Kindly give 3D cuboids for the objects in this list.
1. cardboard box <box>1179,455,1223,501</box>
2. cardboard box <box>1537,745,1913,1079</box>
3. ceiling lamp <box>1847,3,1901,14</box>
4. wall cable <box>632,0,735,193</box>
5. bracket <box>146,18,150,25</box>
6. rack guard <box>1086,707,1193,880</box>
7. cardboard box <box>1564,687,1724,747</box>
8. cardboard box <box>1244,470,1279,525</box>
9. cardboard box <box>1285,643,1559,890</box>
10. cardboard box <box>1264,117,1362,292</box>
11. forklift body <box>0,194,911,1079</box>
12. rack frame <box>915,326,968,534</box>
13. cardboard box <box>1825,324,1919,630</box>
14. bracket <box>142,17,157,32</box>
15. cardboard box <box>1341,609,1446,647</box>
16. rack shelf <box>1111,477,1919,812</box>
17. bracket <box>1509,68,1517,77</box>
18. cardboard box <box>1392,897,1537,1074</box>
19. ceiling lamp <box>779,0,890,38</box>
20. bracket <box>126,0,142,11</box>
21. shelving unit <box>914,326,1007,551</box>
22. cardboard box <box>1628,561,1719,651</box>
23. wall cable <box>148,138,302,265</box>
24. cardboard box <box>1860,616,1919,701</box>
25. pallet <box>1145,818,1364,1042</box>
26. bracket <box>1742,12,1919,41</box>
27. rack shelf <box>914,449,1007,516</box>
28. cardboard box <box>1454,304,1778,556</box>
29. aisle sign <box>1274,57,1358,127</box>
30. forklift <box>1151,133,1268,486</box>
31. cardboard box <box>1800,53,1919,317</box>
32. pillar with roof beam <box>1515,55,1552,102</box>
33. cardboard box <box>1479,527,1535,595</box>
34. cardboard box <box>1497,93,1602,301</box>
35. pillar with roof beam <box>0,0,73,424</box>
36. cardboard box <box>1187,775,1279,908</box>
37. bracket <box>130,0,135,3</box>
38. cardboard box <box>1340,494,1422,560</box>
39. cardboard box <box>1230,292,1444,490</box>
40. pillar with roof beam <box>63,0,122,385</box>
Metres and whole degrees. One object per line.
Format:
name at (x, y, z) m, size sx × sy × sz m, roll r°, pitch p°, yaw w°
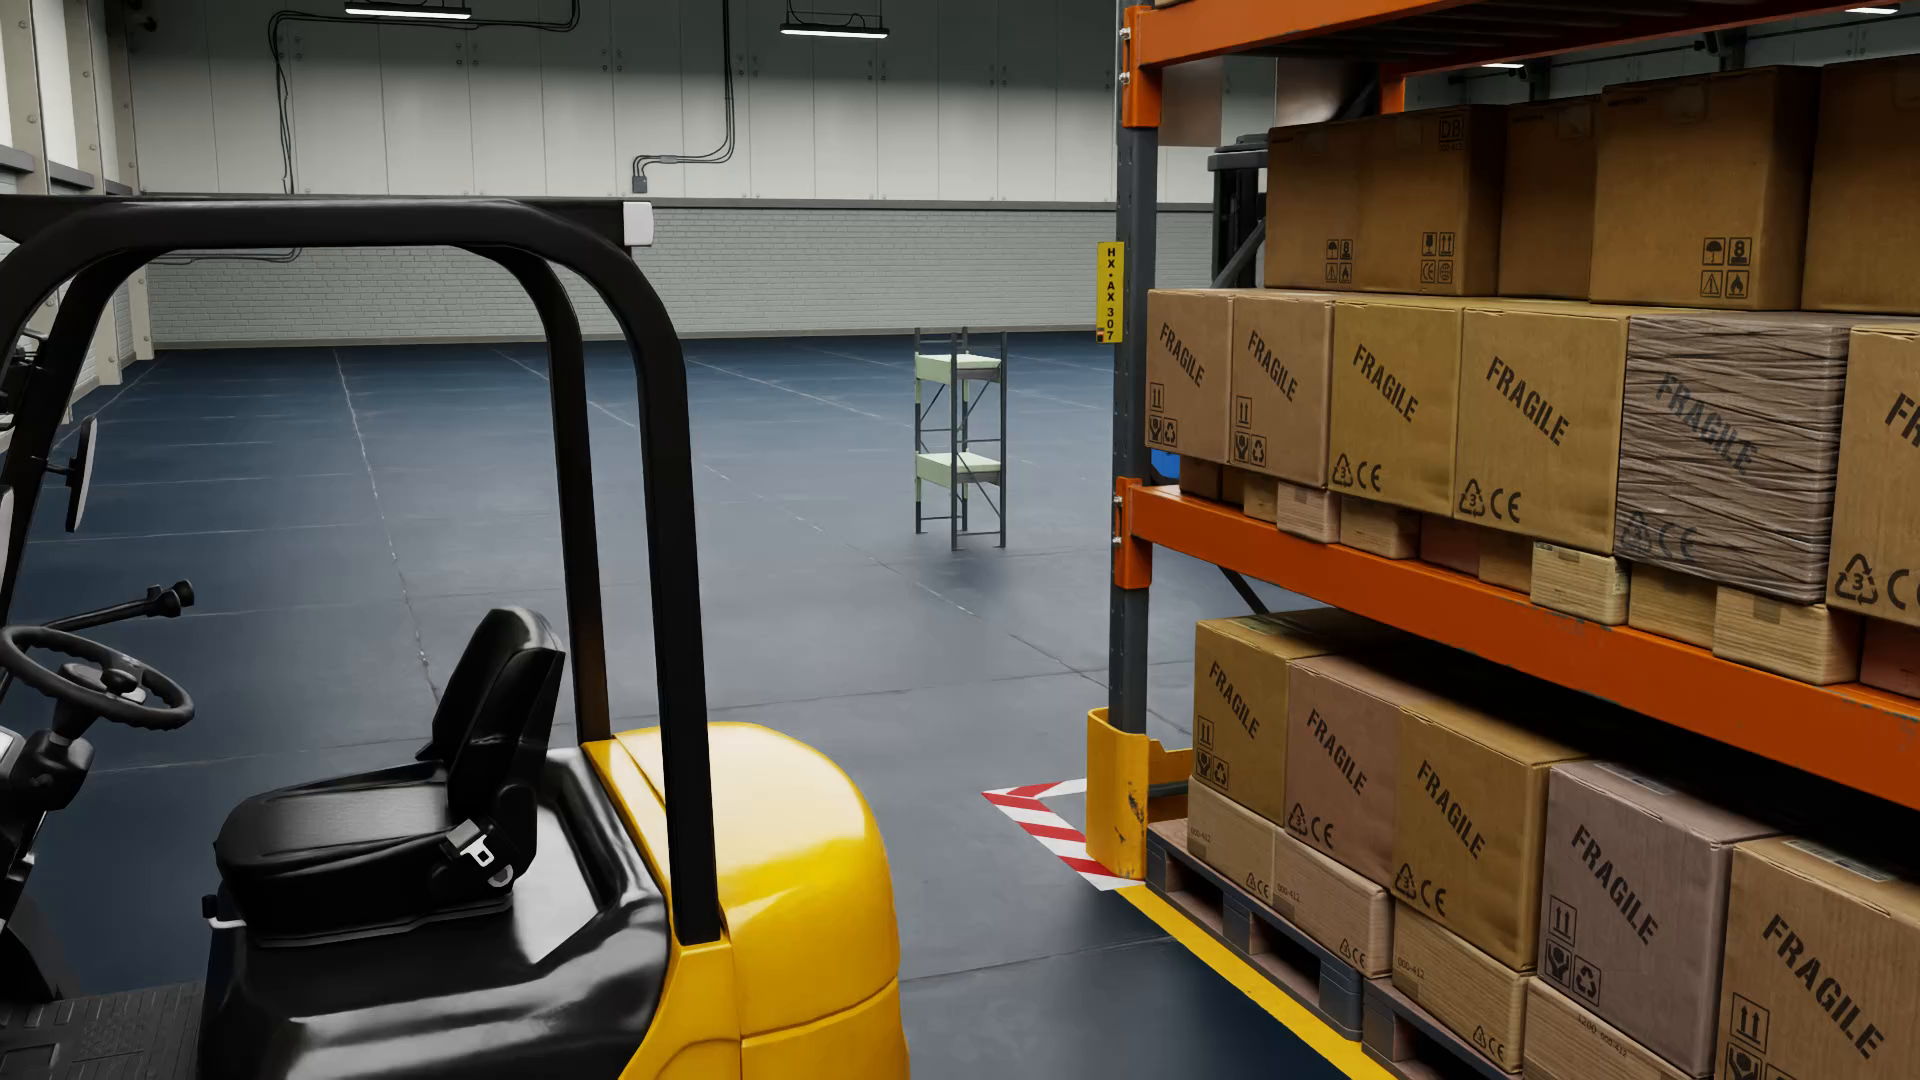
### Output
cardboard box at (0.929, -0.225, 5.338) m, size 0.380 × 0.149 × 0.250 m, roll -4°, pitch 11°, yaw -21°
cardboard box at (1.612, 0.768, 3.550) m, size 0.500 × 0.500 × 0.500 m, roll -3°, pitch 11°, yaw -18°
ceiling lamp at (14.353, -10.222, 27.022) m, size 2.000 × 3.185 × 0.800 m, roll -4°, pitch 11°, yaw -21°
wall cable at (-6.066, -10.620, 36.220) m, size 2.305 × 6.003 × 0.169 m, roll -4°, pitch 11°, yaw -21°
bracket at (-15.549, -9.934, 31.795) m, size 0.076 × 0.066 × 3.189 m, roll -4°, pitch 11°, yaw -21°
rack guard at (1.027, 0.826, 5.851) m, size 1.175 × 0.500 × 0.348 m, roll -4°, pitch 11°, yaw -21°
cardboard box at (1.901, 0.642, 4.254) m, size 0.500 × 0.500 × 0.500 m, roll -4°, pitch 11°, yaw -22°
cardboard box at (1.055, -0.136, 4.839) m, size 0.380 × 0.149 × 0.250 m, roll -4°, pitch 11°, yaw -23°
cardboard box at (1.237, 0.599, 4.501) m, size 0.500 × 0.500 × 0.500 m, roll -4°, pitch 11°, yaw -23°
cardboard box at (1.388, -1.036, 5.188) m, size 0.700 × 0.500 × 0.500 m, roll -4°, pitch 11°, yaw -22°
forklift body at (-1.238, 0.510, 2.912) m, size 2.313 × 2.155 × 1.214 m, roll -4°, pitch 11°, yaw -21°
rack frame at (-0.135, -0.799, 12.131) m, size 0.400 × 1.500 × 0.023 m, roll -4°, pitch 11°, yaw -21°
cardboard box at (1.863, -0.100, 2.785) m, size 0.500 × 0.500 × 0.500 m, roll -4°, pitch 11°, yaw -19°
bracket at (-15.763, -10.031, 32.337) m, size 0.235 × 0.232 × 0.430 m, roll -4°, pitch 11°, yaw -21°
cardboard box at (1.533, 0.475, 5.198) m, size 0.500 × 0.500 × 0.500 m, roll -4°, pitch 11°, yaw -21°
rack shelf at (1.724, 0.263, 3.929) m, size 1.077 × 0.370 × 4.000 m, roll -4°, pitch 11°, yaw -21°
bracket at (13.793, -11.598, 41.147) m, size 0.235 × 0.232 × 0.430 m, roll -4°, pitch 11°, yaw -21°
cardboard box at (1.421, 1.051, 4.099) m, size 0.500 × 0.250 × 0.500 m, roll -3°, pitch 11°, yaw -17°
ceiling lamp at (-2.370, -10.795, 30.244) m, size 2.000 × 3.185 × 0.800 m, roll -4°, pitch 11°, yaw -21°
bracket at (-14.603, -9.508, 29.401) m, size 0.235 × 0.232 × 0.430 m, roll -4°, pitch 11°, yaw -21°
shelving unit at (-0.002, -0.739, 11.795) m, size 0.431 × 1.500 × 0.755 m, roll -4°, pitch 11°, yaw -21°
cardboard box at (1.612, 0.117, 3.416) m, size 0.380 × 0.149 × 0.250 m, roll -4°, pitch 11°, yaw -22°
wall cable at (-14.920, -6.817, 33.417) m, size 3.097 × 2.526 × 0.112 m, roll -4°, pitch 11°, yaw -21°
cardboard box at (1.852, 0.197, 2.966) m, size 0.380 × 0.149 × 0.250 m, roll -4°, pitch 11°, yaw -22°
pallet at (1.288, 1.103, 5.118) m, size 1.003 × 0.211 × 1.213 m, roll -4°, pitch 11°, yaw -21°
bracket at (17.202, -10.062, 32.516) m, size 0.076 × 0.066 × 4.783 m, roll -4°, pitch 11°, yaw -21°
rack shelf at (-0.002, -0.419, 11.852) m, size 0.431 × 0.370 × 0.720 m, roll -4°, pitch 11°, yaw -21°
cardboard box at (1.481, -0.268, 3.728) m, size 0.500 × 0.500 × 0.500 m, roll -4°, pitch 11°, yaw -22°
aisle sign at (1.247, -1.726, 5.634) m, size 0.394 × 0.787 × 0.004 m, roll -4°, pitch 11°, yaw -21°
forklift at (2.845, -1.773, 13.521) m, size 3.031 × 2.935 × 1.130 m, roll -6°, pitch 12°, yaw -32°
cardboard box at (2.170, -0.706, 3.337) m, size 0.700 × 0.500 × 0.500 m, roll -4°, pitch 11°, yaw -22°
pillar with roof beam at (10.262, -9.507, 39.673) m, size 9.100 × 9.000 × 0.548 m, roll -4°, pitch 11°, yaw -21°
cardboard box at (1.449, 0.032, 3.891) m, size 0.380 × 0.149 × 0.250 m, roll -4°, pitch 11°, yaw -22°
cardboard box at (1.845, -0.876, 4.290) m, size 0.700 × 0.500 × 0.500 m, roll -4°, pitch 11°, yaw -22°
pillar with roof beam at (-6.724, -6.096, 20.494) m, size 9.100 × 9.000 × 0.400 m, roll -4°, pitch 11°, yaw -21°
cardboard box at (1.034, 0.879, 5.067) m, size 0.500 × 0.250 × 0.500 m, roll -4°, pitch 11°, yaw -21°
bracket at (-13.670, -9.088, 27.036) m, size 0.076 × 0.066 × 4.783 m, roll -4°, pitch 11°, yaw -21°
cardboard box at (1.229, -0.052, 4.364) m, size 0.380 × 0.149 × 0.250 m, roll -4°, pitch 11°, yaw -19°
cardboard box at (1.103, -0.434, 4.659) m, size 0.500 × 0.500 × 0.500 m, roll -4°, pitch 11°, yaw -19°
pillar with roof beam at (-8.898, -7.075, 26.000) m, size 9.100 × 9.000 × 0.548 m, roll -4°, pitch 11°, yaw -21°
